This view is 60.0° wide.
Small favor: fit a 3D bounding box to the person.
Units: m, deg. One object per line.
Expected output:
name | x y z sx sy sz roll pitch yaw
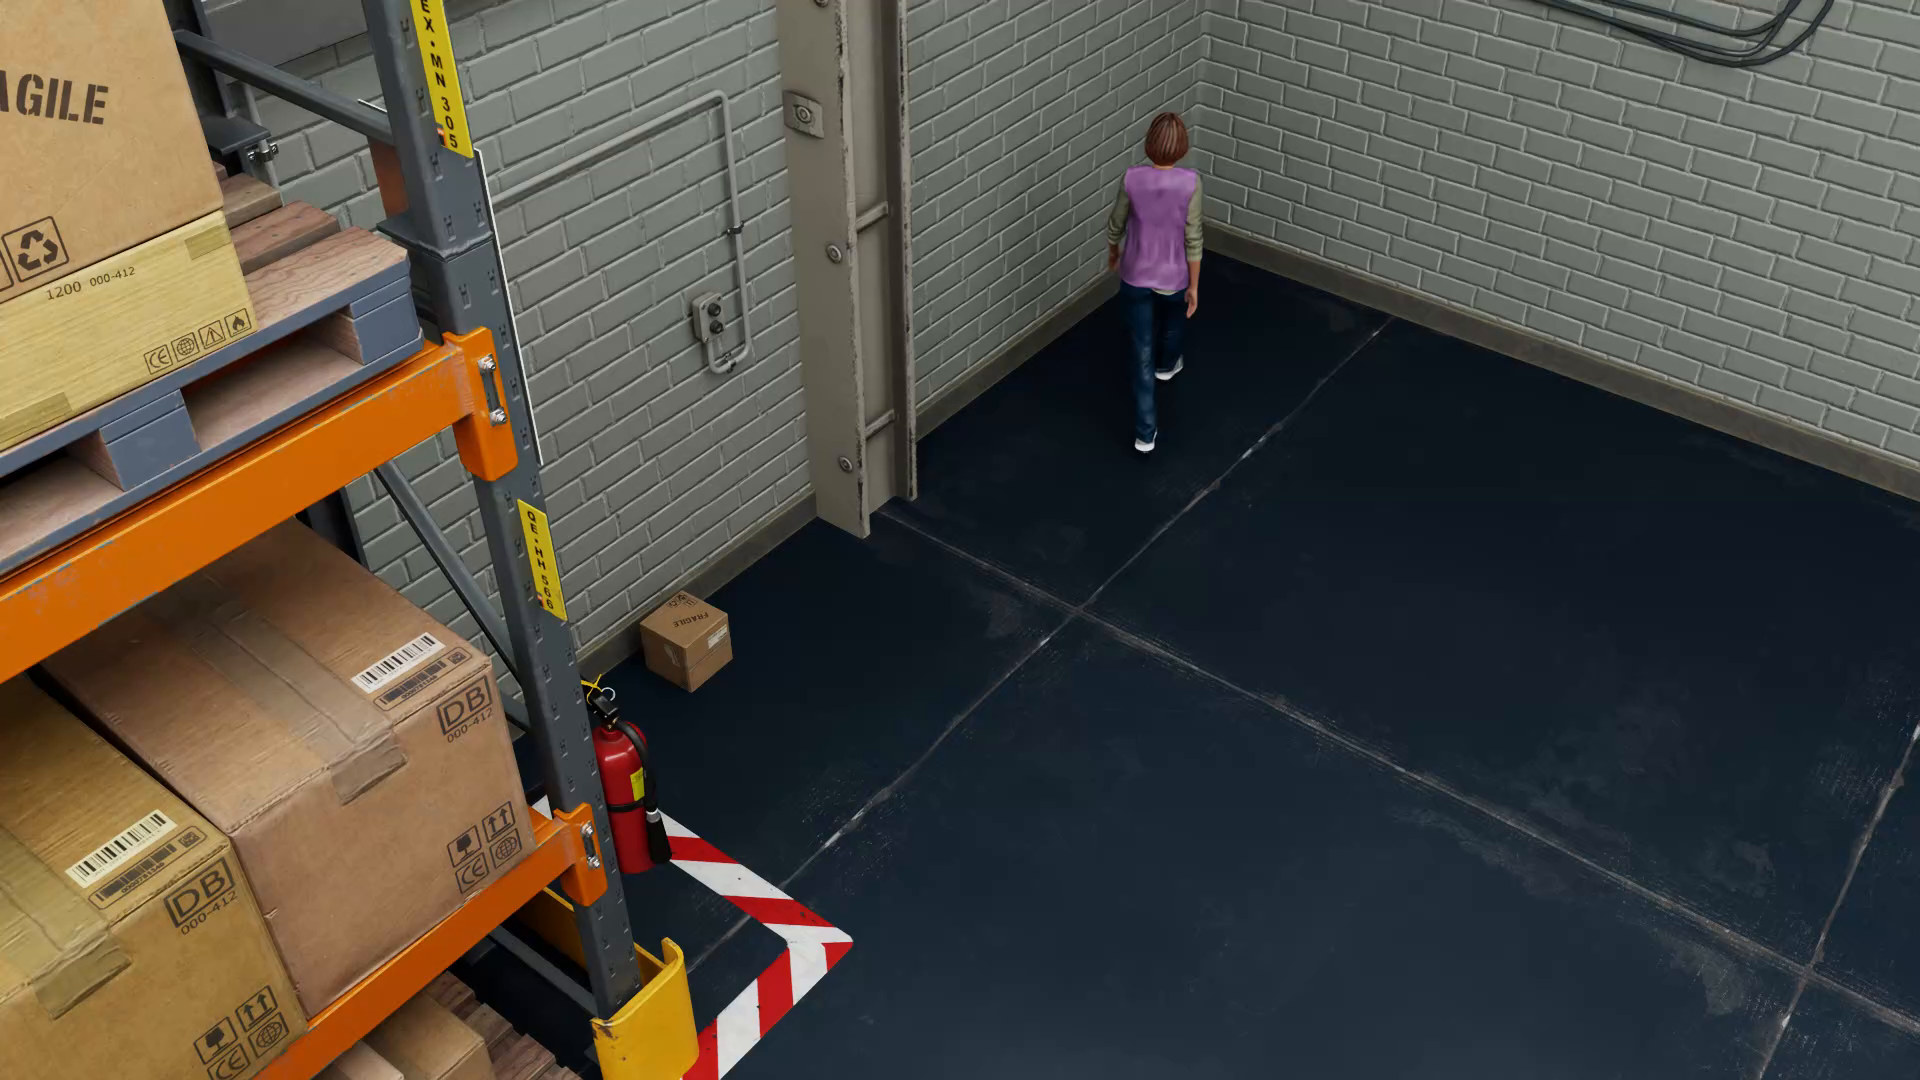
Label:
person | 0.883 -1.254 7.669 0.440 1.548 0.894 4 40 5
